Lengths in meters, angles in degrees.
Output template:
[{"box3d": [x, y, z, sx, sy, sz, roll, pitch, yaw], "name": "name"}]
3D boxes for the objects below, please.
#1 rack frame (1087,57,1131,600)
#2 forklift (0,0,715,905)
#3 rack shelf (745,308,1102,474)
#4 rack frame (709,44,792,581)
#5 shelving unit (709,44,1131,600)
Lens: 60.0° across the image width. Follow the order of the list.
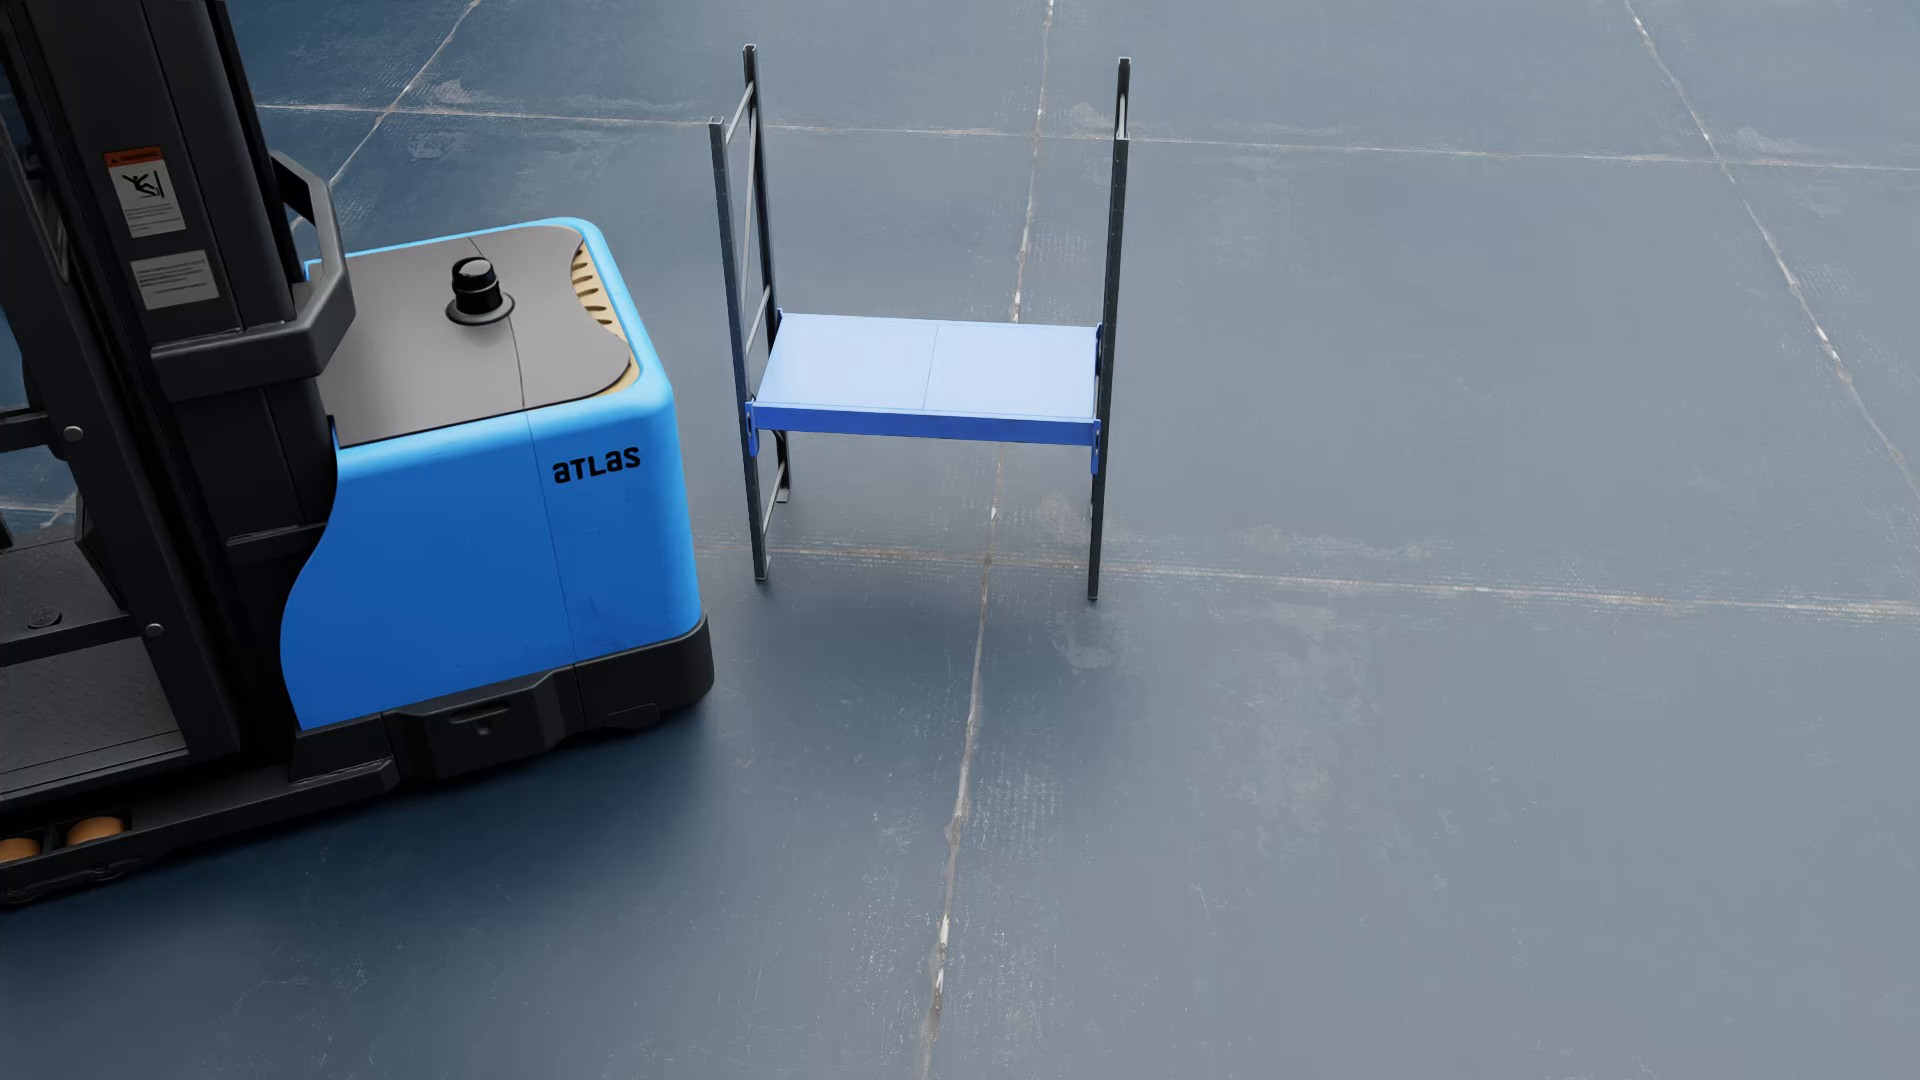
[{"box3d": [0.421, -0.559, 4.748, 0.032, 1.500, 0.500, 3, 39, 4], "name": "rack frame"}, {"box3d": [-2.258, -0.612, 3.680, 3.031, 2.935, 1.130, -14, 41, -16], "name": "forklift"}, {"box3d": [-0.085, -0.447, 4.896, 1.000, 0.185, 0.538, 3, 39, 4], "name": "rack shelf"}, {"box3d": [-0.591, -0.614, 4.816, 0.032, 1.500, 0.500, 3, 39, 4], "name": "rack frame"}, {"box3d": [-0.085, -0.586, 4.782, 1.048, 1.500, 0.538, 3, 39, 4], "name": "shelving unit"}]
